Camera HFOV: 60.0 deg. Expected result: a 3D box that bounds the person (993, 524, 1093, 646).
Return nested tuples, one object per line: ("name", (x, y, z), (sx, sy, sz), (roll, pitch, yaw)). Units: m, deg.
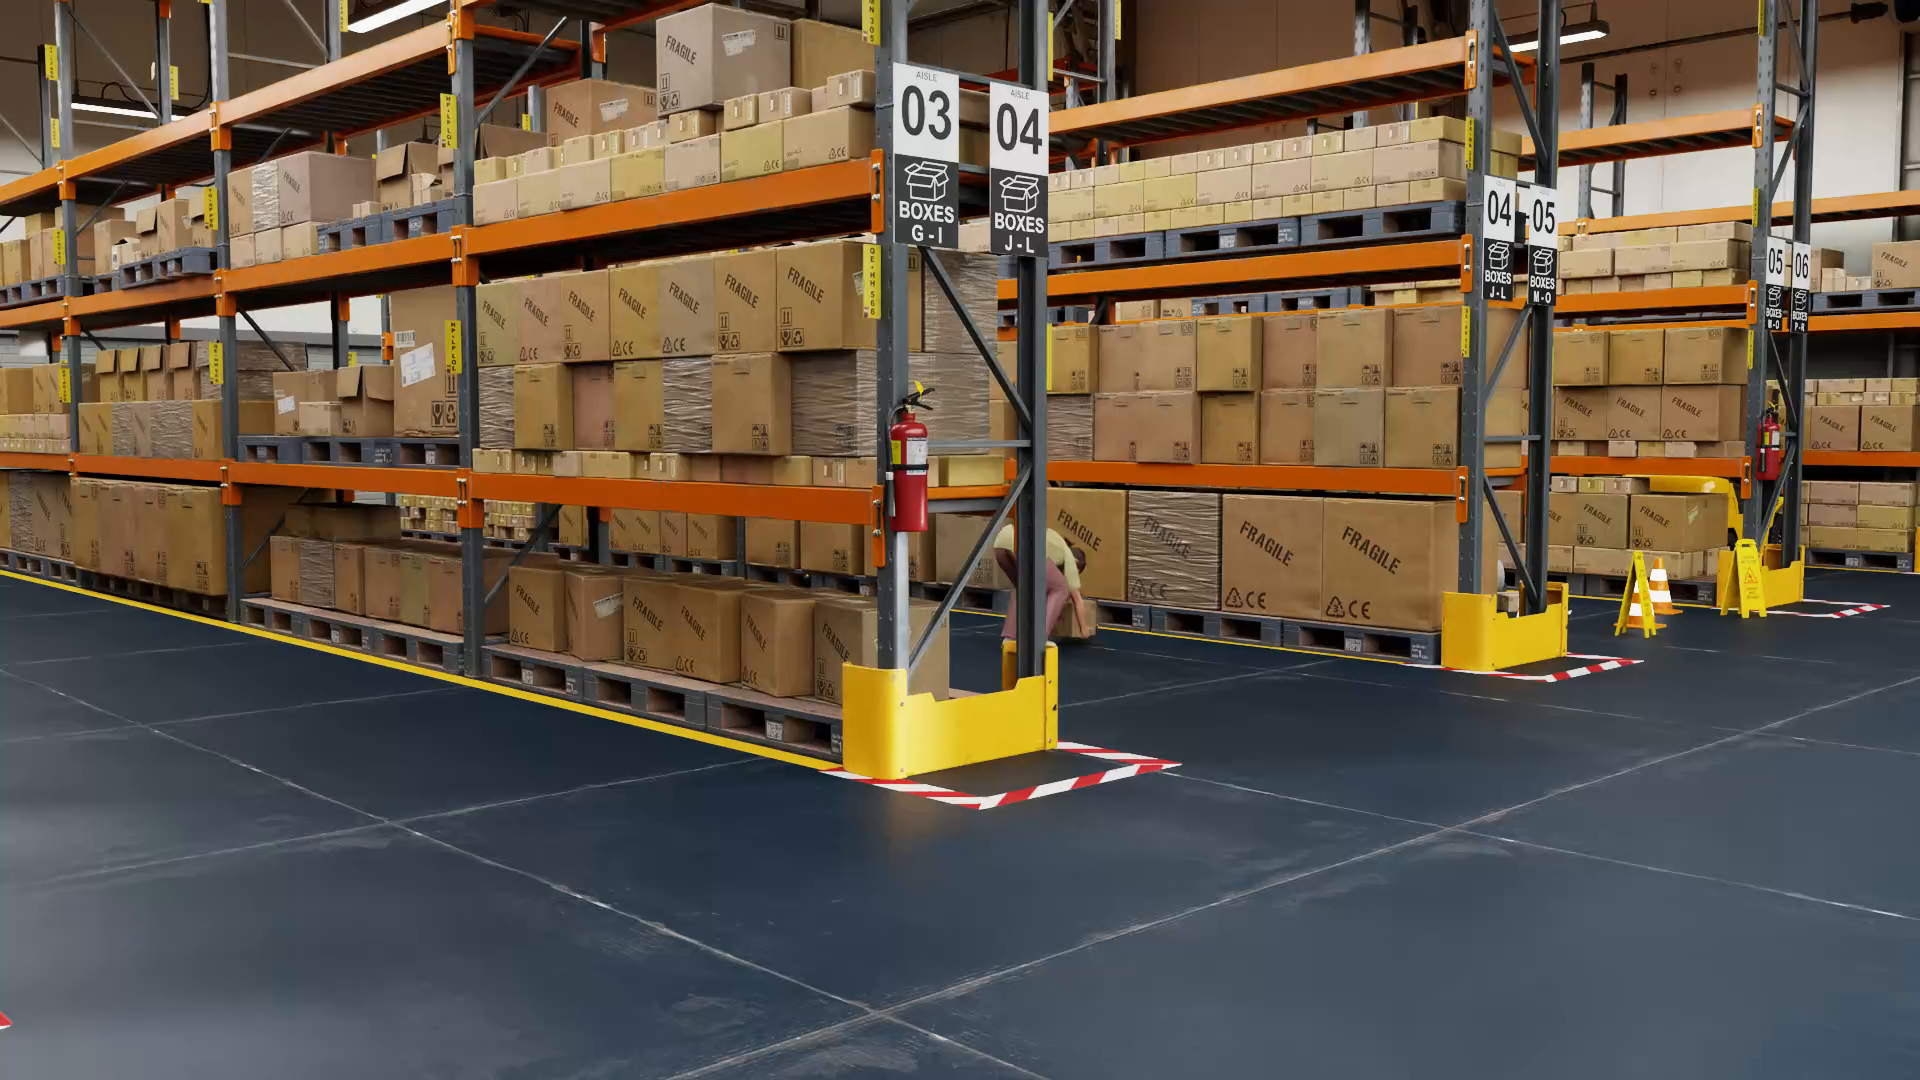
("person", (0.593, 0.349, 11.881), (0.468, 0.854, 0.849), (4, 5, 43))
